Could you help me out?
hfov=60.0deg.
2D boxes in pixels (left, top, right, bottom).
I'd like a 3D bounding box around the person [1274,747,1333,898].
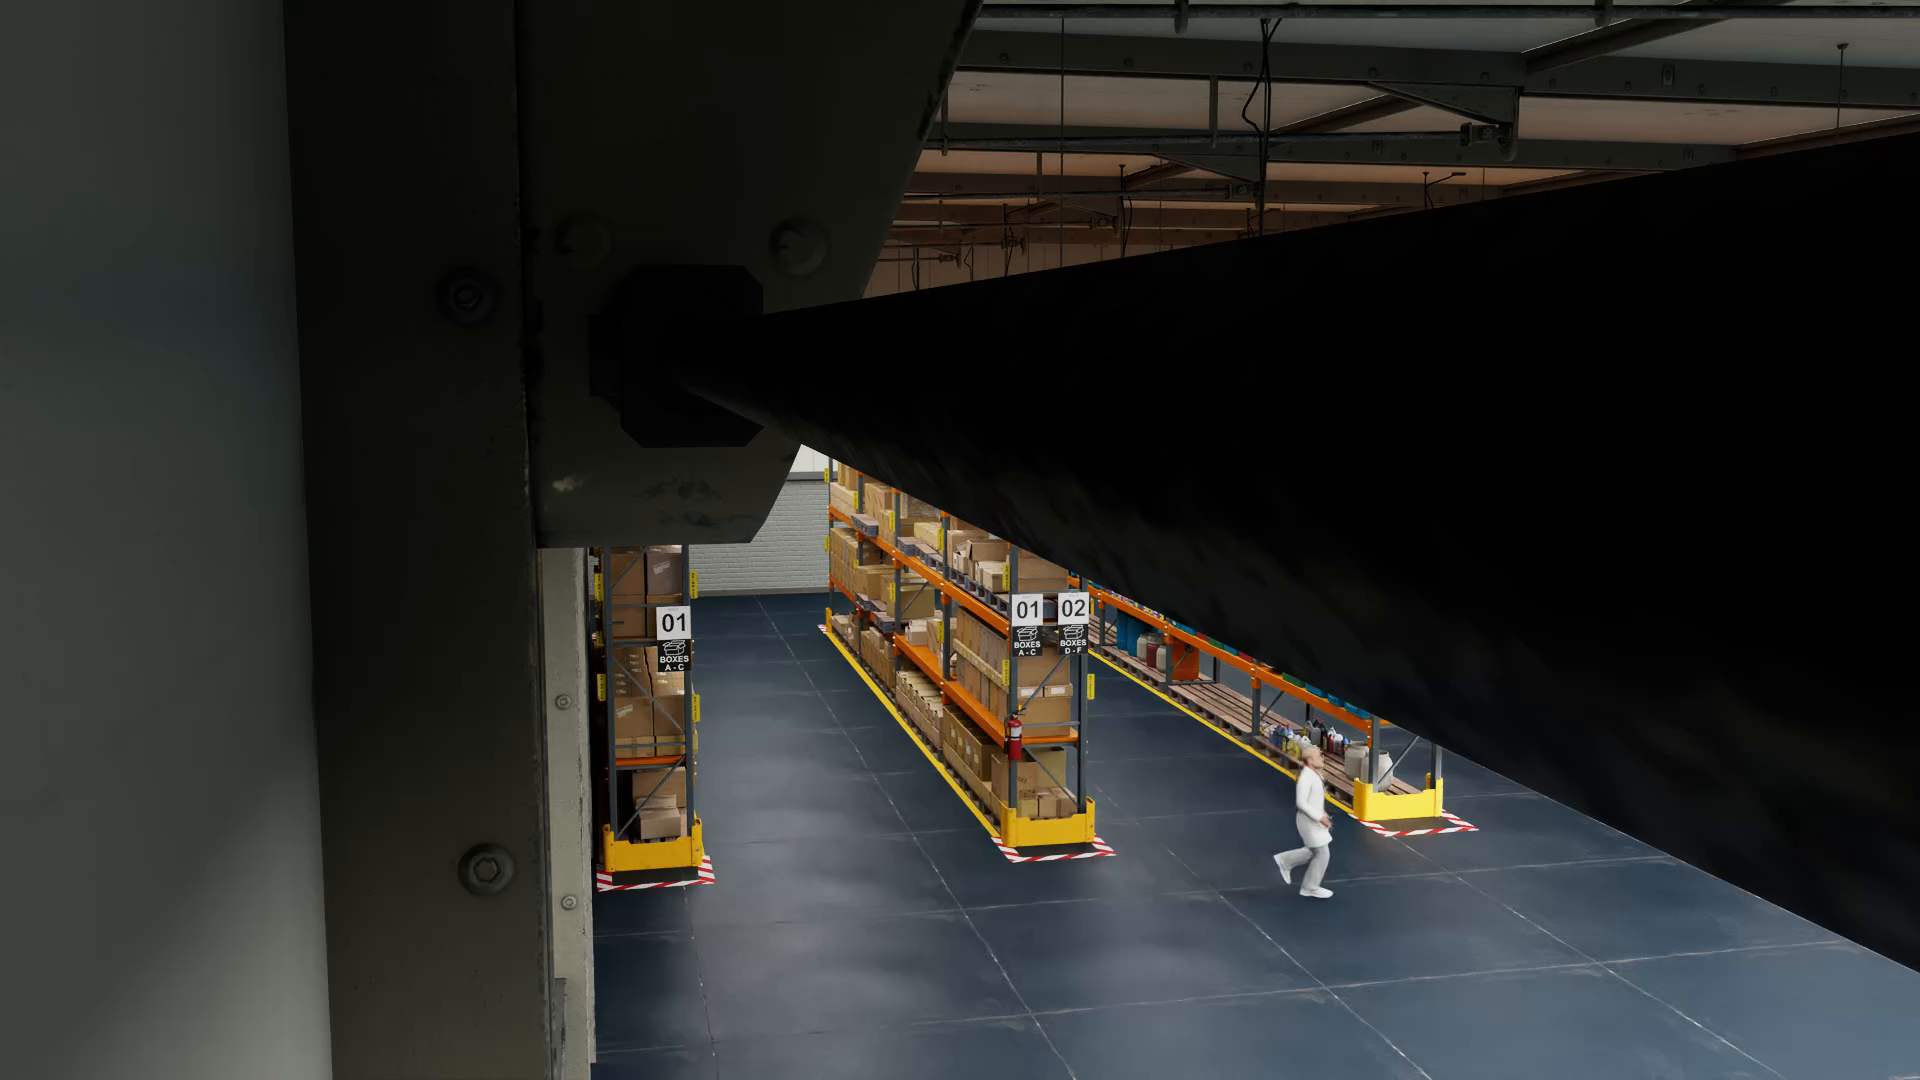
[{"bbox_3d":[3.937,3.216,19.023,0.679,1.728,0.755,2,7,16],"label":"person"}]
